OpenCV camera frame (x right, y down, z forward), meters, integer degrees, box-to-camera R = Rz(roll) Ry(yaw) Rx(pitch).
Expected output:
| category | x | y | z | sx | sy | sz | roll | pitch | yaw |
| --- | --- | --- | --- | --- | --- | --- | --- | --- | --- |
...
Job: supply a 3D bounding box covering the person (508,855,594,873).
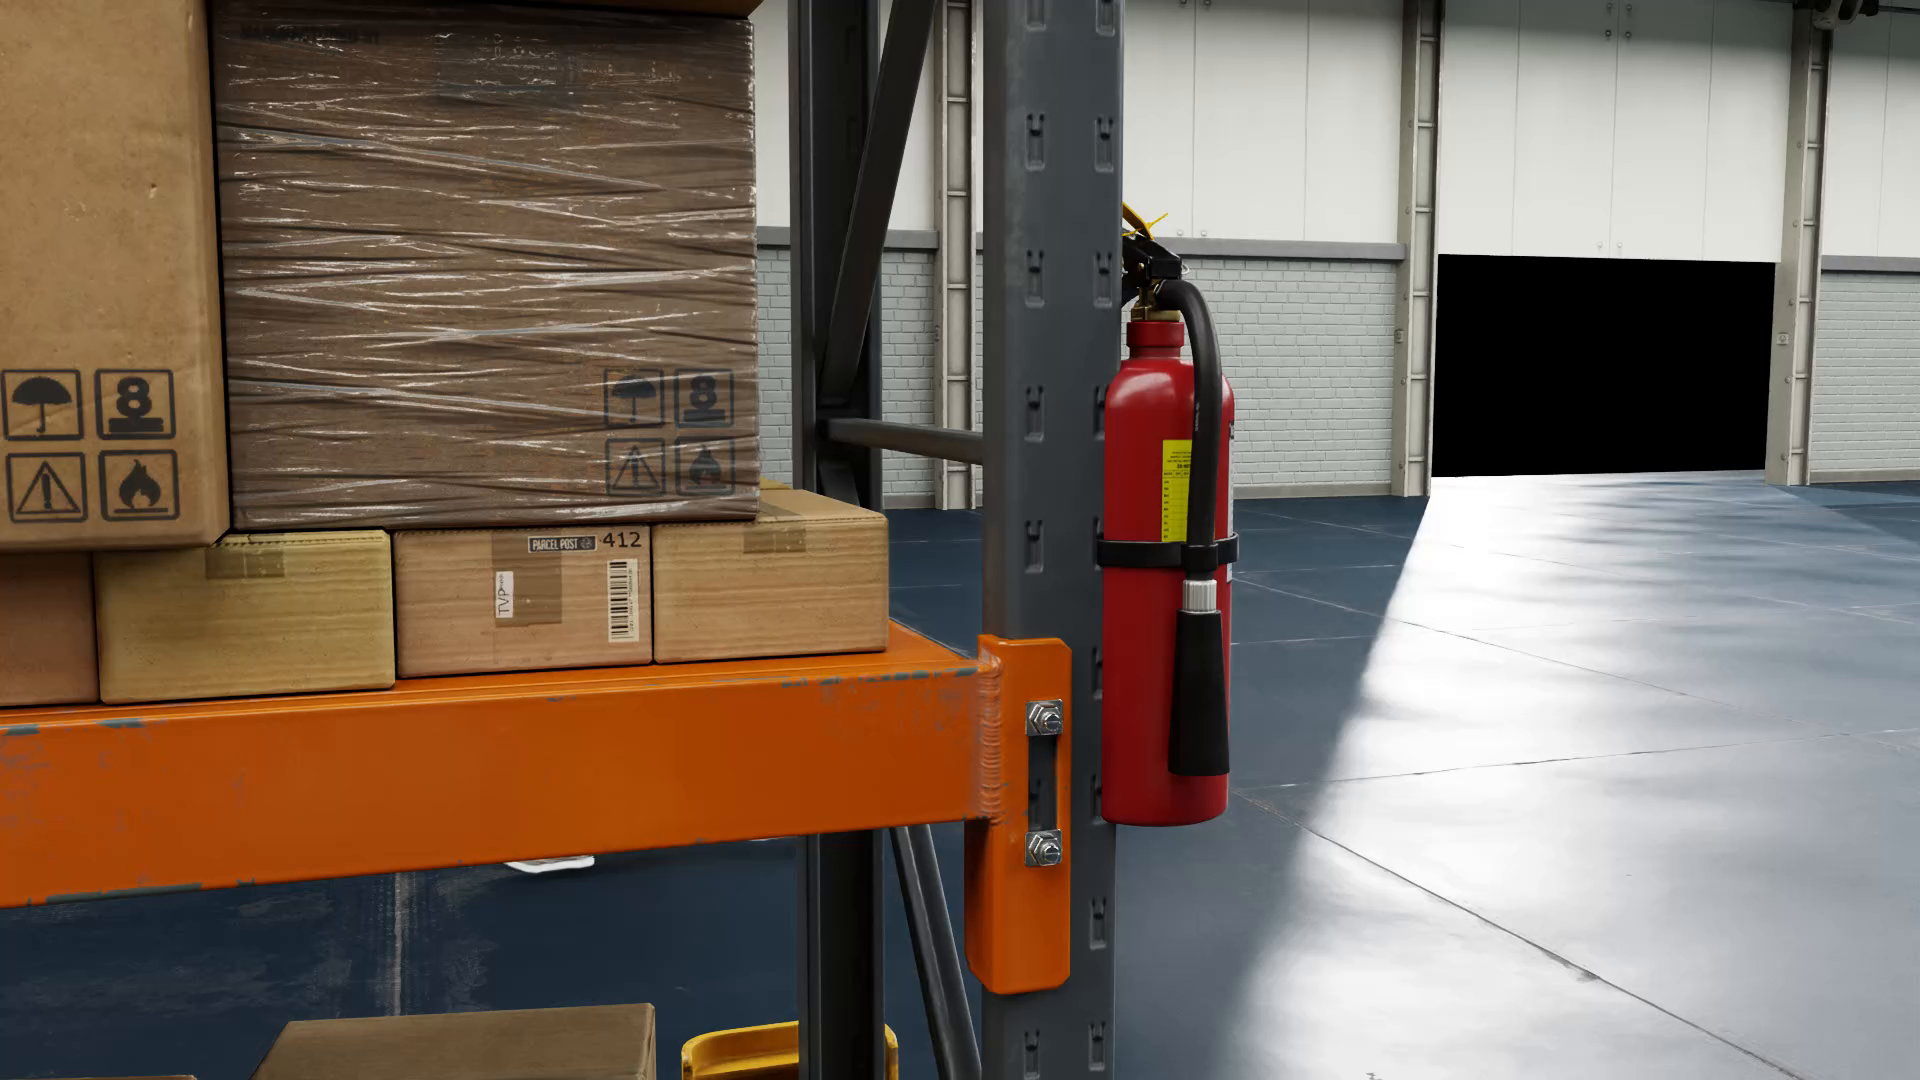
| category | x | y | z | sx | sy | sz | roll | pitch | yaw |
| --- | --- | --- | --- | --- | --- | --- | --- | --- | --- |
| person | -1.107 | 0.249 | 5.276 | 0.687 | 1.574 | 0.482 | -3 | 7 | -28 |
